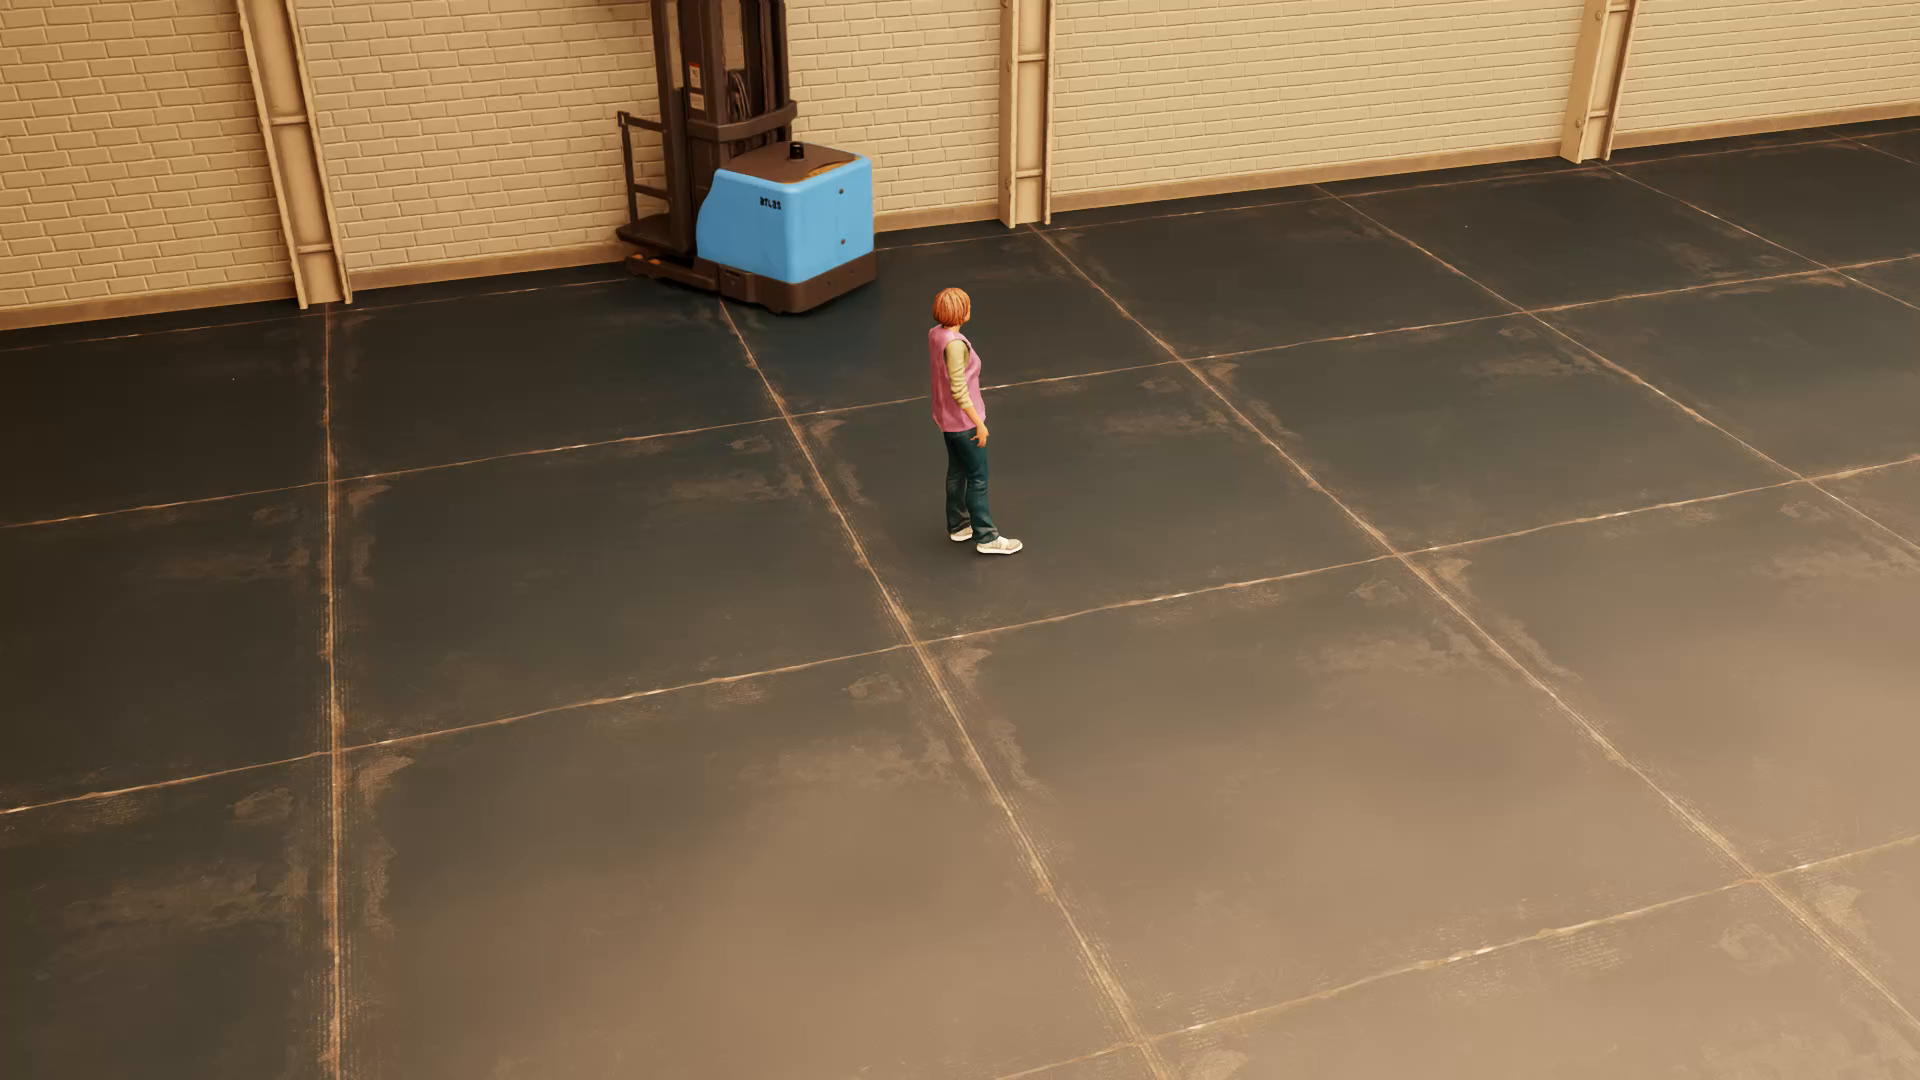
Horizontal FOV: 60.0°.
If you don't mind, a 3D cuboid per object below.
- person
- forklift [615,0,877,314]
[{"bbox_3d":[0.074,-0.704,9.632,0.476,1.597,0.520,-10,31,-16],"label":"person"},{"bbox_3d":[-2.167,-3.615,13.370,3.031,2.935,1.130,20,36,31],"label":"forklift"}]
